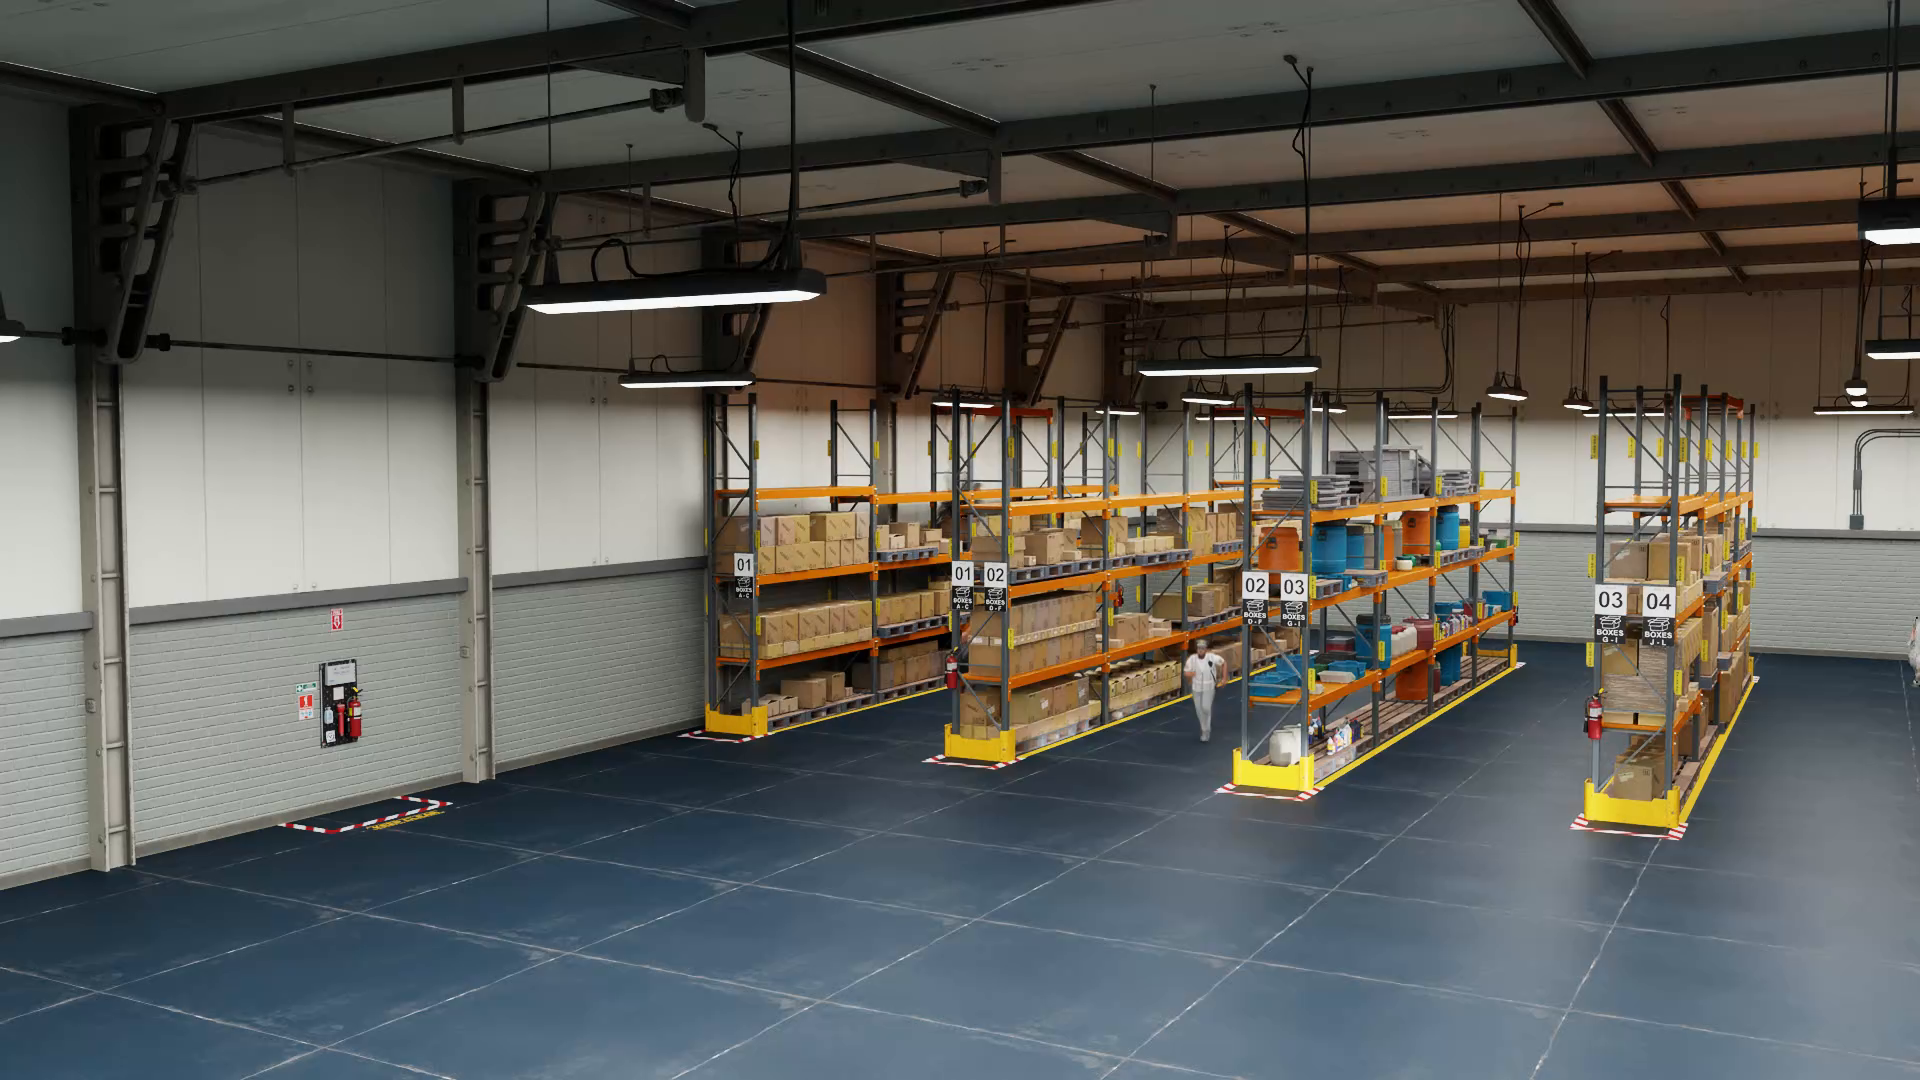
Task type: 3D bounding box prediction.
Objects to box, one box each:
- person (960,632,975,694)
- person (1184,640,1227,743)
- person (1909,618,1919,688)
[{"bbox_3d":[0.098,2.522,30.372,0.666,1.681,0.738,1,3,14],"label":"person"},{"bbox_3d":[4.196,2.584,28.550,0.691,1.792,0.842,1,3,20],"label":"person"},{"bbox_3d":[20.366,2.255,35.012,0.604,1.748,0.677,-2,4,-29],"label":"person"}]
